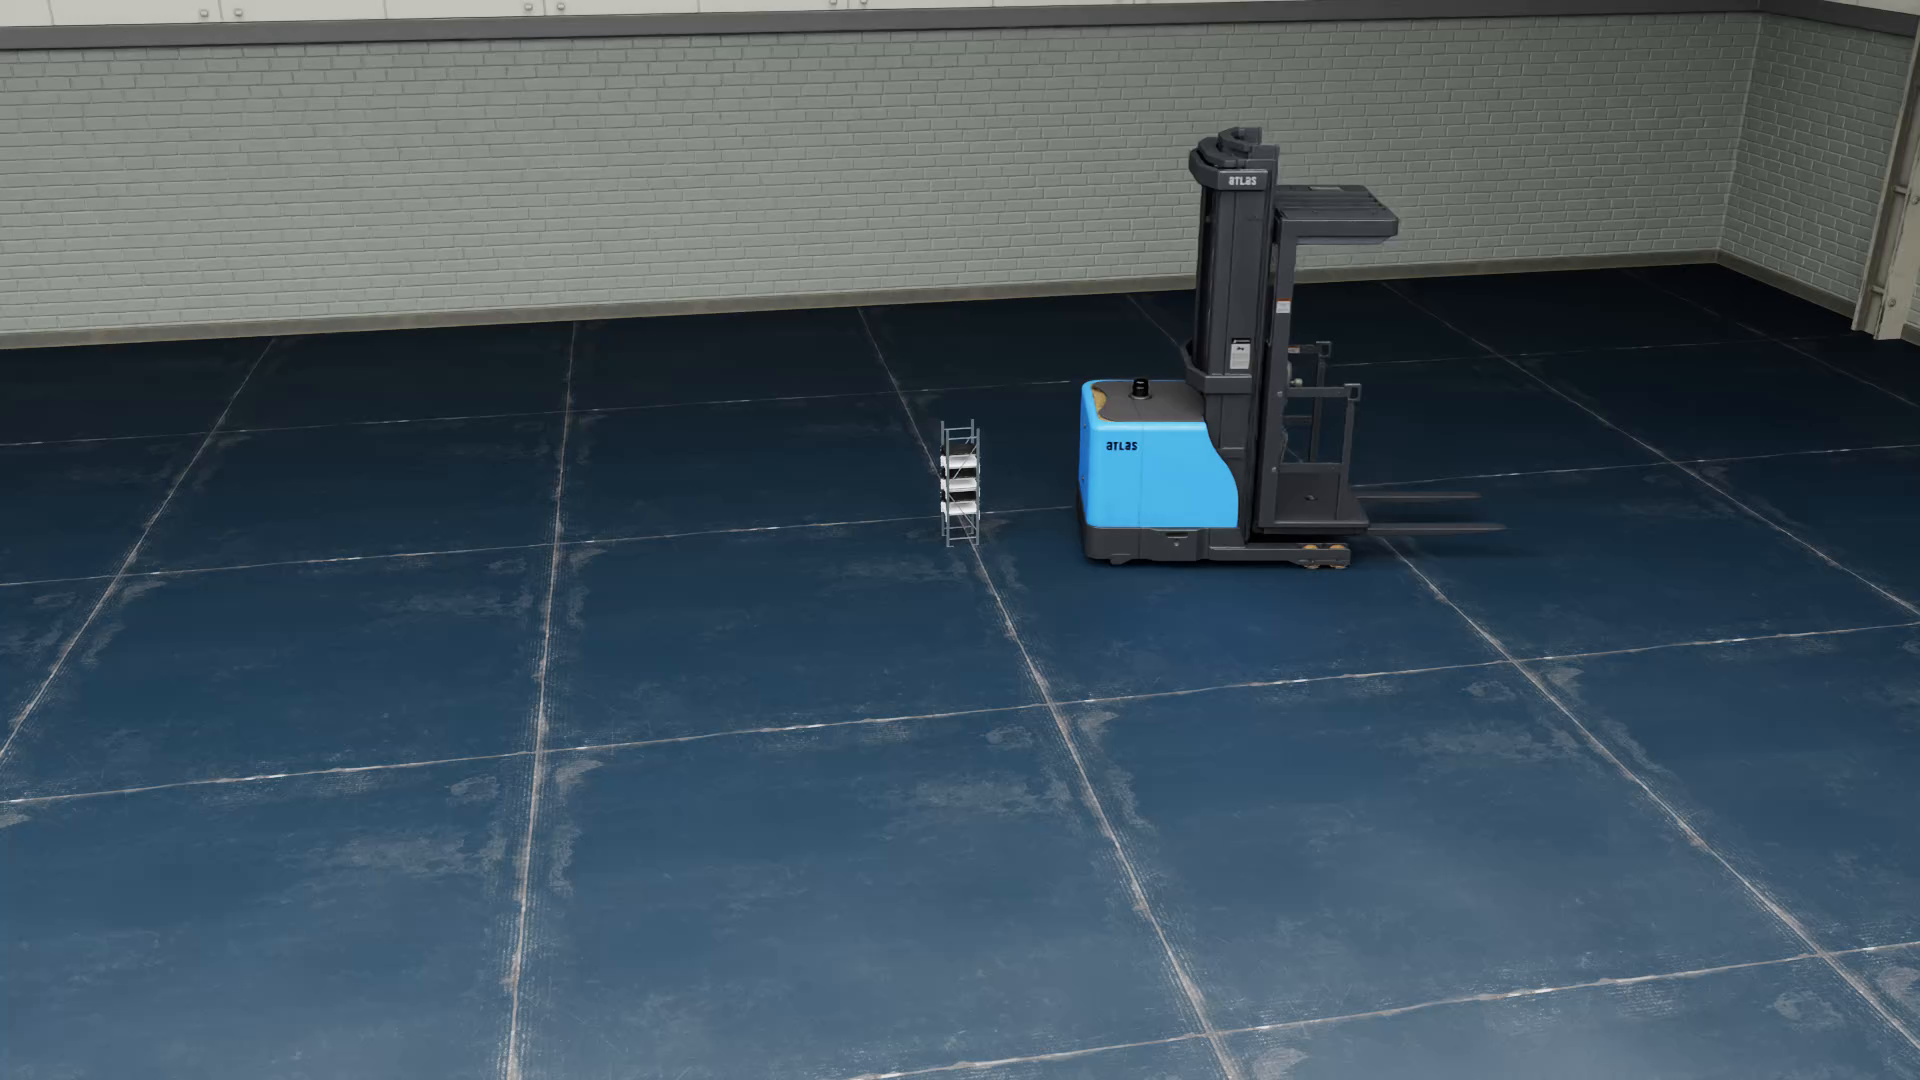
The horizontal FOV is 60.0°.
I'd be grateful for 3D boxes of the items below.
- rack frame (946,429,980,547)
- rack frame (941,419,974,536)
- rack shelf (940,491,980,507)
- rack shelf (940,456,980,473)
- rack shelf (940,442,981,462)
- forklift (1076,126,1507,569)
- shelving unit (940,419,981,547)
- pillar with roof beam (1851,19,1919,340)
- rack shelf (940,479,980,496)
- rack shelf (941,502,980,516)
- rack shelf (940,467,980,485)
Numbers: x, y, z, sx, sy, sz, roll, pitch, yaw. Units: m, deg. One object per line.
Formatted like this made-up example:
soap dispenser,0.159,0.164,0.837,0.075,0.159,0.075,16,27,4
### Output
rack frame,0.020,-0.369,11.971,0.240,0.900,0.006,-4,24,-10
rack frame,-0.017,-0.449,12.154,0.240,0.900,0.006,-4,24,-10
rack shelf,0.001,-0.296,12.112,0.258,0.077,0.200,-4,24,-10
rack shelf,0.001,-0.544,12.004,0.258,0.077,0.200,-4,24,-10
rack shelf,0.001,-0.626,11.968,0.258,0.077,0.200,-4,24,-10
forklift,2.397,-1.353,11.685,3.031,2.935,1.130,0,24,0
shelving unit,0.001,-0.409,12.063,0.258,0.900,0.210,-4,24,-10
pillar with roof beam,5.206,-5.932,14.588,9.100,9.000,0.400,-4,24,-10
rack shelf,0.001,-0.379,12.076,0.258,0.077,0.200,-4,24,-10
rack shelf,0.001,-0.214,12.148,0.258,0.077,0.200,-4,24,-10
rack shelf,0.001,-0.461,12.040,0.258,0.077,0.200,-4,24,-10
